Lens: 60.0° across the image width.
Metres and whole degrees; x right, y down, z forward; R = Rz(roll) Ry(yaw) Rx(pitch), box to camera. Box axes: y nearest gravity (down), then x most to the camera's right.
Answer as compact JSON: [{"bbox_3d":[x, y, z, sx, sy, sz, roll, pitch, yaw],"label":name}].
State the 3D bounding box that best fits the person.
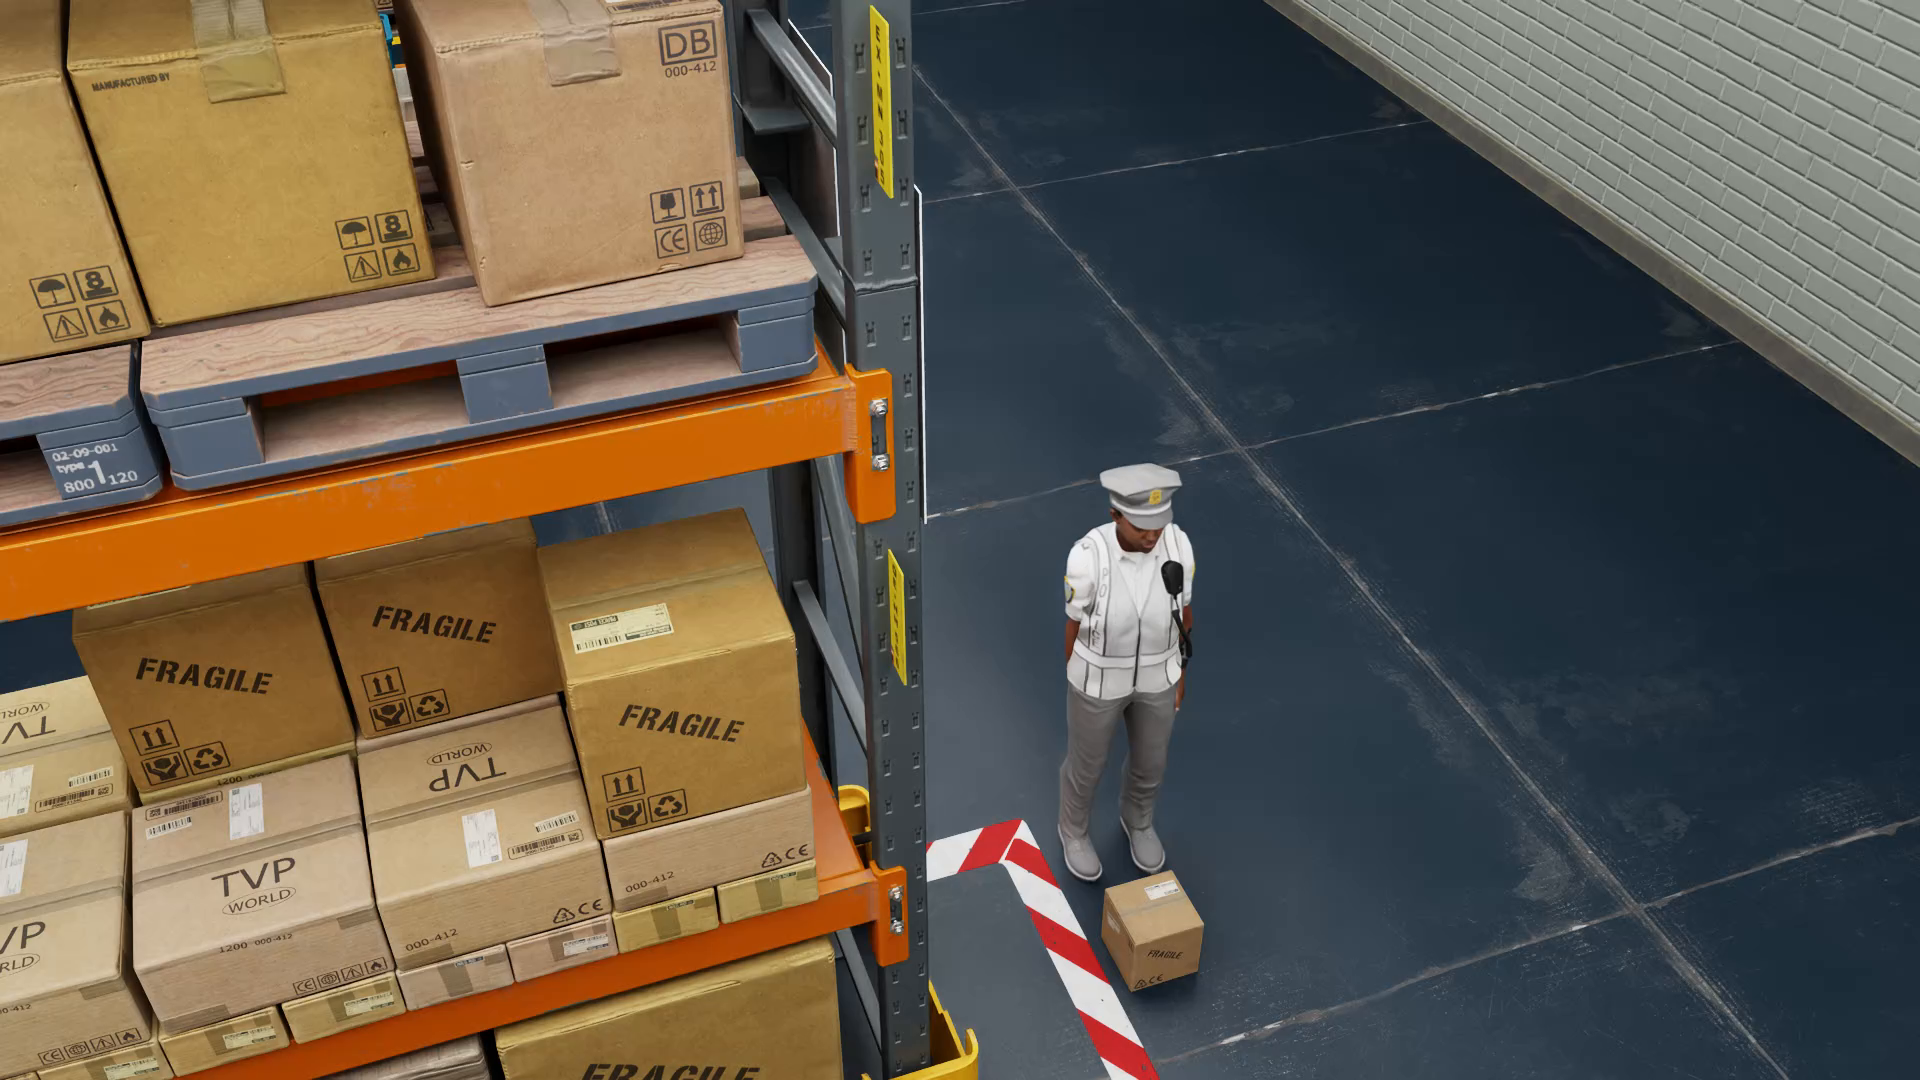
[{"bbox_3d":[0.558,0.461,5.551,0.436,1.679,0.339,-7,39,-9],"label":"person"}]
